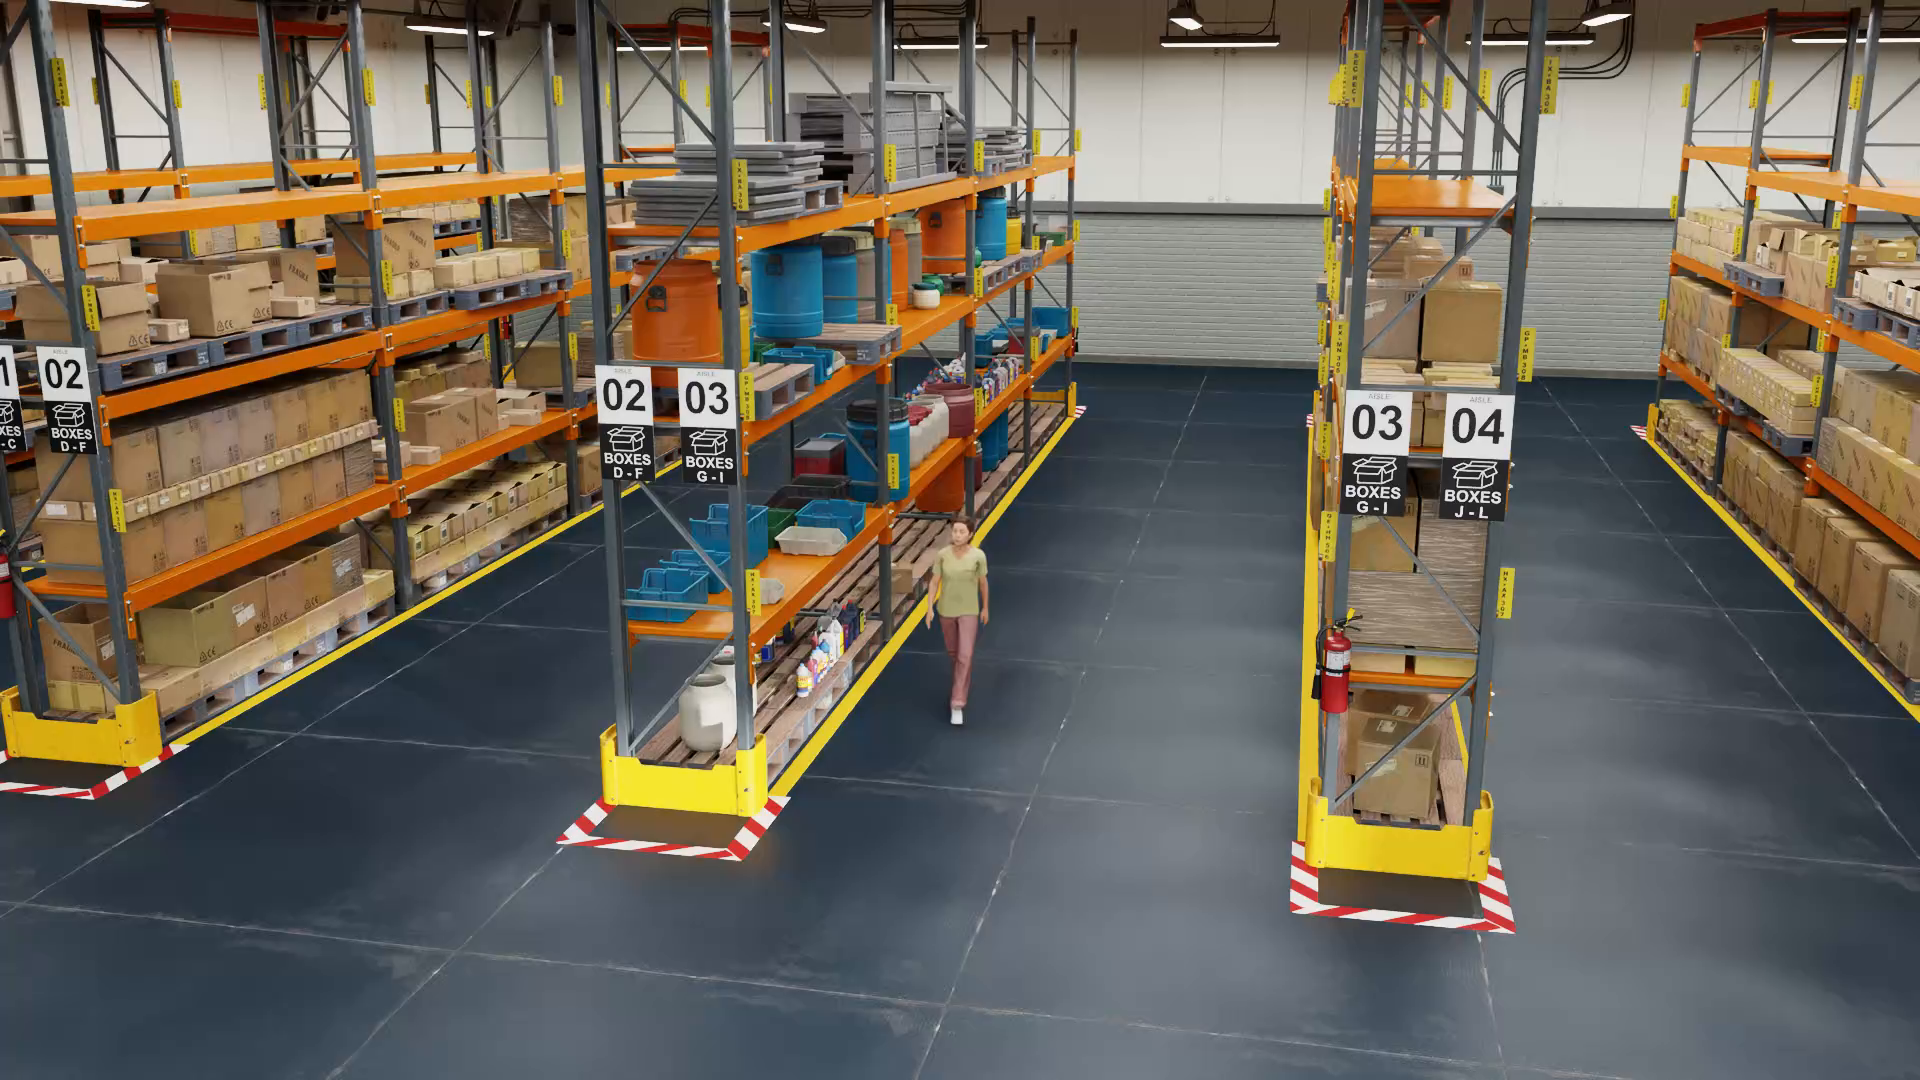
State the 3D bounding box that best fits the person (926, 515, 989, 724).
[{"bbox_3d":[-0.044,0.605,13.660,0.459,1.611,1.028,4,15,15],"label":"person"}]
